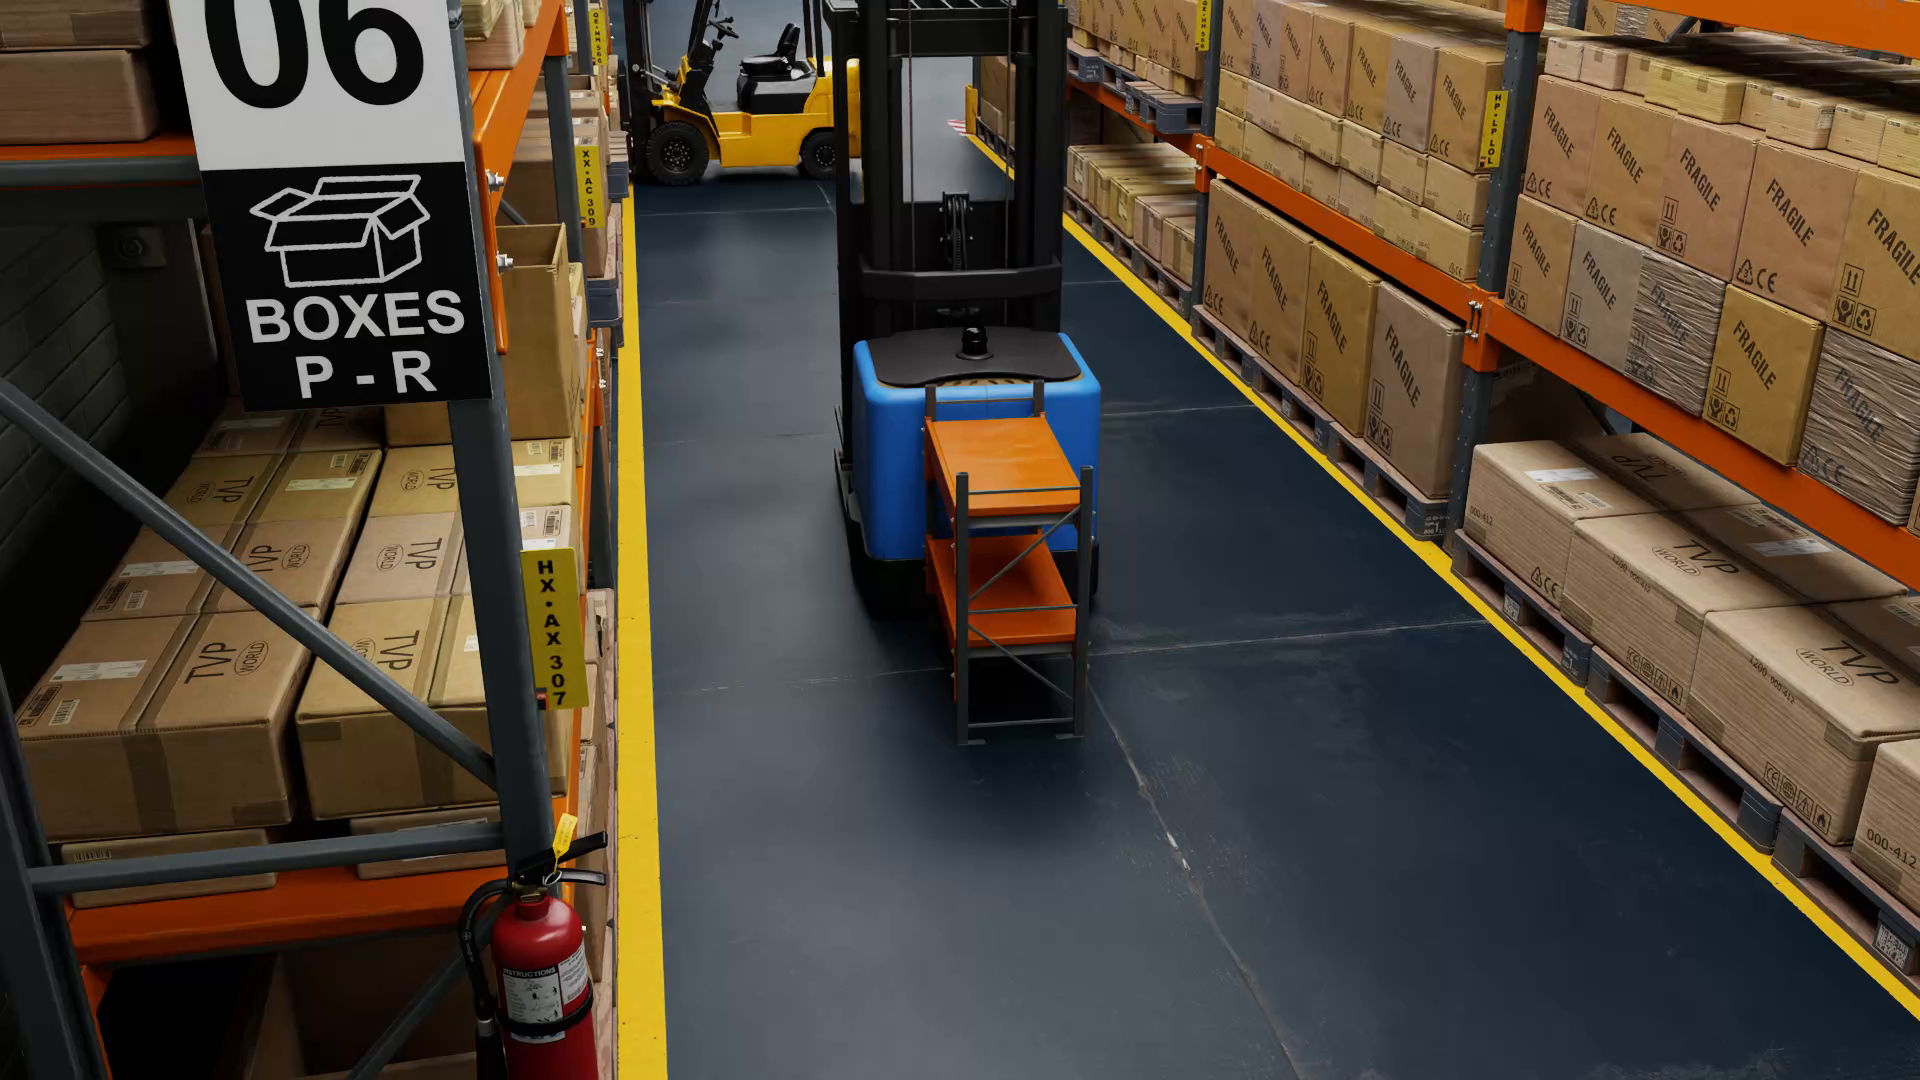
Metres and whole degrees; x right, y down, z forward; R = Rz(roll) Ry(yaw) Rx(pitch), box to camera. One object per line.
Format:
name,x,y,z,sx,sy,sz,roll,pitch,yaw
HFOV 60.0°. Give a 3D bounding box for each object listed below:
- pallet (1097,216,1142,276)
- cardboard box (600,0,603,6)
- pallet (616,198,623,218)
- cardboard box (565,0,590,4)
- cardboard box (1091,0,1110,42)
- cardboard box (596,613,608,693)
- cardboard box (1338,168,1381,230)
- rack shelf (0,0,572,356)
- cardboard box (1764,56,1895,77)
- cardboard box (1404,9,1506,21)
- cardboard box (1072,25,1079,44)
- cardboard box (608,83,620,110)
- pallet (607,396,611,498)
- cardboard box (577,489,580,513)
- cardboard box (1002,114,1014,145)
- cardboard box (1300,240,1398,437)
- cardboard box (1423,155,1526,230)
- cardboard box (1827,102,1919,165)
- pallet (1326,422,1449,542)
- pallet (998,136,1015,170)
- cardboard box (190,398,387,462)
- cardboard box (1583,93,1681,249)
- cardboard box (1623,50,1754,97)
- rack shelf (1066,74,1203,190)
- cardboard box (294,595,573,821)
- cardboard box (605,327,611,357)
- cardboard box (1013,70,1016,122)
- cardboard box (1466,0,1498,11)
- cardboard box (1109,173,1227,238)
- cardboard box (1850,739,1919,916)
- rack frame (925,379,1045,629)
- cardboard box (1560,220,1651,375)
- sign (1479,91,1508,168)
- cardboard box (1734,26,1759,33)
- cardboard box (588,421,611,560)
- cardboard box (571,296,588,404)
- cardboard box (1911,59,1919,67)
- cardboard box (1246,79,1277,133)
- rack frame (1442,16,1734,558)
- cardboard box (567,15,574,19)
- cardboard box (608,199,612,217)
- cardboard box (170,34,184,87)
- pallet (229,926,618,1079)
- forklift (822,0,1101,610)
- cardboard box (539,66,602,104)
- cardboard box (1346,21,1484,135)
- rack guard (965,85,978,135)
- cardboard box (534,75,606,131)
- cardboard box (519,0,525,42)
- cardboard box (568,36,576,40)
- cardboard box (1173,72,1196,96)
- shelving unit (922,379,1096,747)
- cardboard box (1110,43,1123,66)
pallet,1.757,-2.421,13.530,1.003,0.211,1.213,-4,24,-10
cardboard box,-3.433,-4.561,14.819,0.500,0.500,0.500,-4,24,-9
pallet,-3.601,-3.155,15.211,1.003,0.211,1.213,-4,24,-10
cardboard box,-3.148,-4.242,13.280,0.380,0.149,0.250,-5,24,-11
cardboard box,1.358,-4.263,13.241,0.500,0.500,0.500,-4,24,-10
cardboard box,-1.558,0.428,6.414,0.396,0.266,0.258,-3,24,-8
cardboard box,2.363,-1.829,8.877,0.500,0.250,0.500,-5,24,-11
rack shelf,-1.646,-1.229,4.467,1.077,0.370,4.000,-4,24,-10
cardboard box,3.274,-1.734,6.289,0.380,0.149,0.250,-5,24,-10
cardboard box,2.749,-2.636,9.164,0.500,0.500,0.500,-5,24,-11
cardboard box,1.174,-4.323,14.189,0.380,0.149,0.250,-4,24,-9
cardboard box,-3.464,-4.118,15.593,0.500,0.250,0.500,-3,24,-8
pallet,-2.432,-0.491,9.110,1.003,0.211,1.213,-4,24,-10
cardboard box,-1.325,-0.044,4.917,0.380,0.149,0.250,-4,24,-9
cardboard box,0.720,-4.239,17.119,0.500,0.250,0.500,-3,24,-6
cardboard box,2.494,-1.151,9.267,0.875,0.875,0.875,-4,24,-8
cardboard box,2.541,-1.655,7.855,0.500,0.250,0.500,-4,24,-10
cardboard box,3.018,-1.296,5.285,0.380,0.149,0.250,-4,24,-8
pallet,2.645,-0.359,8.809,1.003,0.211,1.213,-4,24,-10
pallet,0.994,-3.951,17.032,1.003,0.211,1.213,-4,24,-10
cardboard box,-1.899,-0.230,4.844,0.500,0.250,0.500,-4,24,-10
cardboard box,2.799,-1.439,6.423,0.500,0.500,0.500,-5,24,-10
cardboard box,2.817,-1.800,6.439,0.380,0.149,0.250,-5,24,-10
rack shelf,1.752,-3.370,13.117,1.077,0.370,4.000,-4,24,-10
cardboard box,-1.095,0.337,3.547,0.500,0.250,0.500,-4,24,-9
cardboard box,-2.466,-1.440,10.399,0.500,0.500,0.500,-4,24,-8
cardboard box,0.818,-4.376,16.494,0.500,0.500,0.500,-3,24,-7
cardboard box,5.844,-5.742,17.462,0.875,0.550,0.500,-4,24,-10
cardboard box,1.748,-2.712,13.471,0.950,0.372,0.625,-4,24,-8
cardboard box,3.381,0.963,4.973,0.875,0.438,0.875,-5,24,-12
rack frame,0.104,-0.140,7.165,0.500,1.125,0.032,-3,24,-7
cardboard box,2.780,-0.983,6.628,0.500,0.500,0.500,-4,24,-9
sign,2.330,-1.790,7.252,0.100,0.325,0.005,-4,24,-10
cardboard box,6.438,-3.915,13.341,0.500,0.500,0.500,-5,24,-11
cardboard box,-1.884,-0.224,7.615,0.500,0.500,0.500,-3,24,-7
cardboard box,-1.575,-0.660,5.829,0.500,0.250,0.500,-4,24,-10
cardboard box,6.860,-3.328,11.539,0.380,0.149,0.250,-3,24,-7
cardboard box,2.068,-2.652,10.137,0.500,0.250,0.500,-4,24,-8
rack frame,2.862,-1.339,7.569,1.000,3.000,0.127,-4,24,-10
cardboard box,-2.823,-3.743,12.138,0.380,0.149,0.250,-5,24,-11
cardboard box,-3.388,-3.017,13.853,0.875,0.625,0.625,-3,24,-7
cardboard box,-1.742,-0.963,3.274,0.380,0.149,0.250,-4,24,-8
pallet,-1.438,1.537,4.467,1.003,0.211,1.213,-4,24,-10
forklift,-0.082,-1.591,8.230,1.130,2.935,3.031,-3,24,-7
cardboard box,-2.573,-2.899,10.702,0.500,0.250,0.500,-4,24,-10
cardboard box,2.355,-2.404,8.633,0.500,0.500,0.500,-4,24,-8
rack guard,0.657,-4.884,18.808,1.175,0.500,0.348,-4,24,-10
cardboard box,-2.272,-2.155,8.783,0.797,0.503,0.637,-5,24,-11
cardboard box,-1.212,-1.211,3.841,0.380,0.149,0.250,-4,24,-10
cardboard box,-2.648,-3.238,10.981,0.380,0.149,0.250,-4,24,-8
cardboard box,1.710,-3.202,11.622,0.380,0.149,0.250,-4,24,-9
shelving unit,0.170,0.062,6.703,0.538,1.125,1.048,-3,24,-7
cardboard box,1.388,-3.808,13.010,0.380,0.149,0.250,-3,24,-8
